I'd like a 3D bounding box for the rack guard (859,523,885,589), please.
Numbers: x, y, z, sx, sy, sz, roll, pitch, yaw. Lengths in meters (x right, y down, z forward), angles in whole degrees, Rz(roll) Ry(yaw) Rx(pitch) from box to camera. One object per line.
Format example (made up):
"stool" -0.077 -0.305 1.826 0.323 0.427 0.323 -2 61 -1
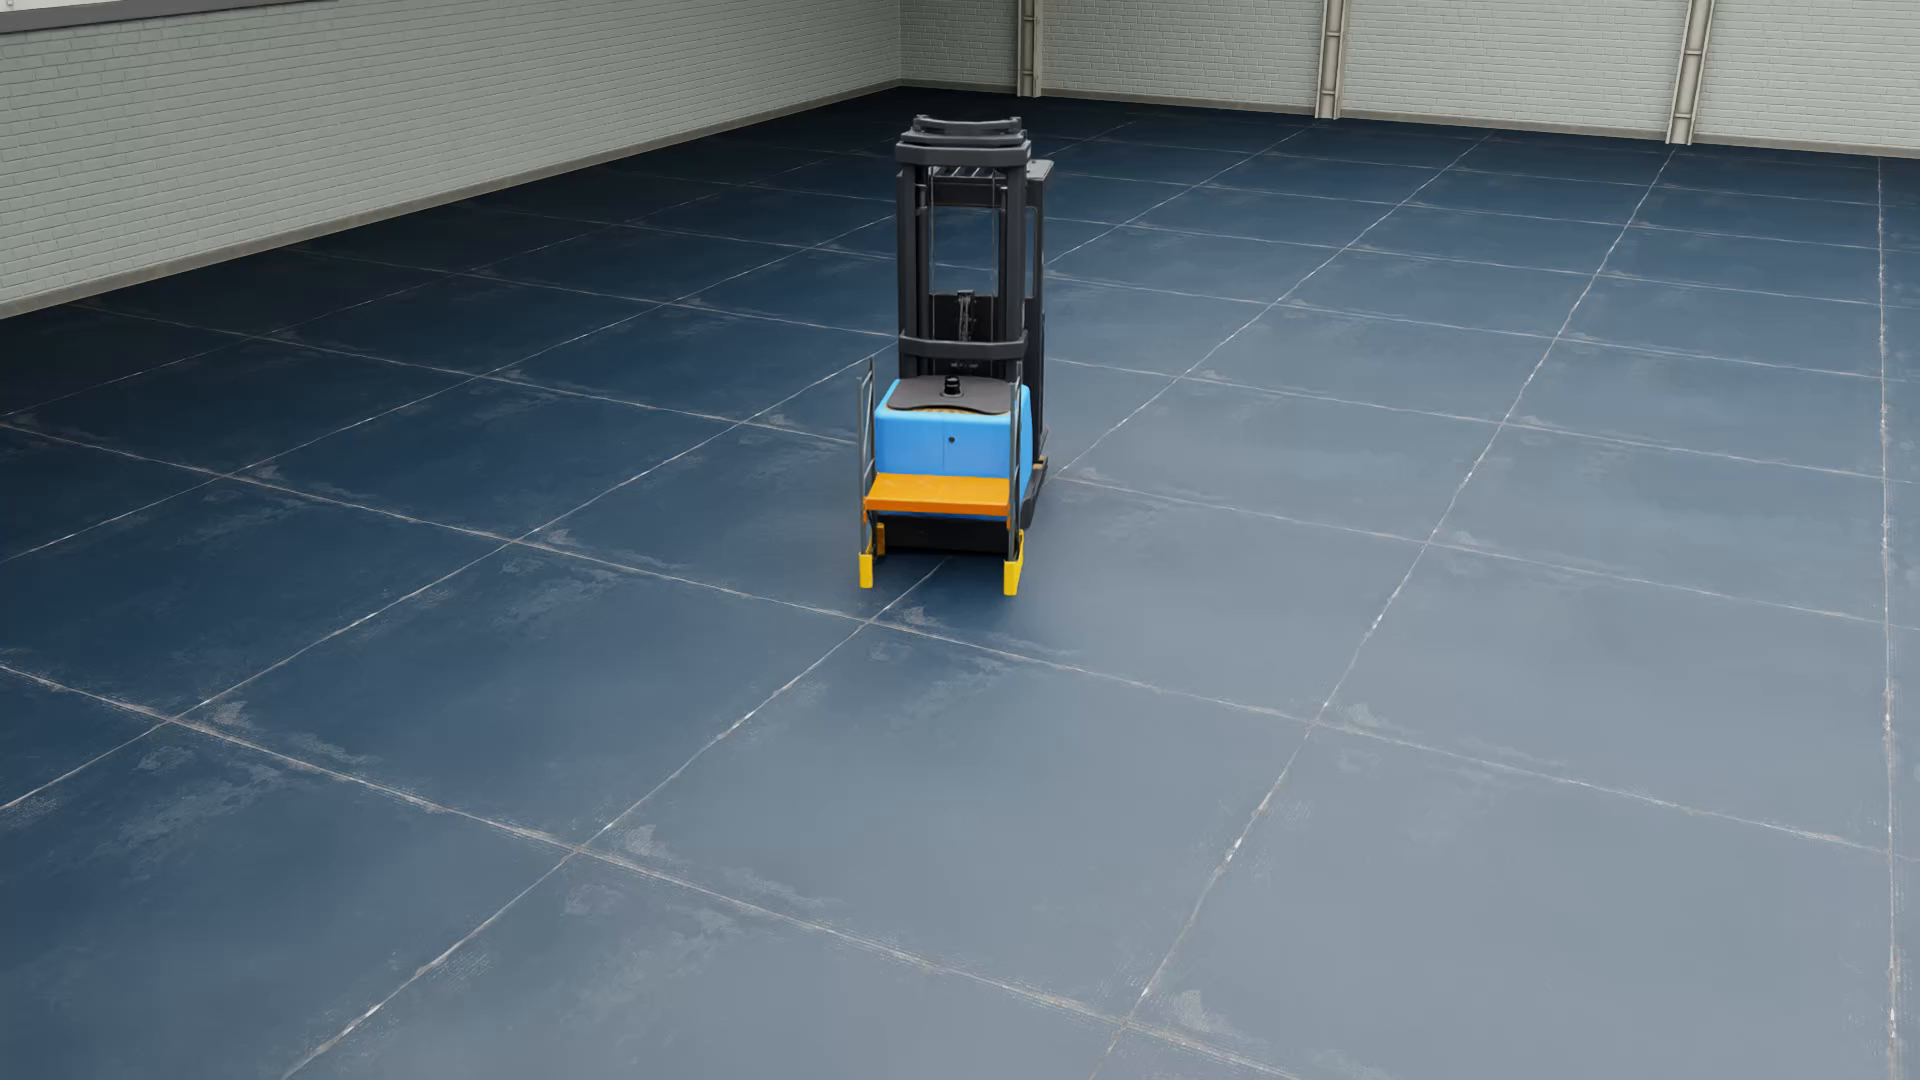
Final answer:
"rack guard" -0.617 0.107 11.678 0.087 0.250 0.587 3 23 6

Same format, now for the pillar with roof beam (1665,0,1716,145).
"pillar with roof beam" 10.140 -9.314 22.654 0.400 9.000 9.100 11 25 25

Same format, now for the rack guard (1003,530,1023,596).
"rack guard" 0.372 0.155 11.567 0.087 0.250 0.587 3 23 6

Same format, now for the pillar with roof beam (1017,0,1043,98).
"pillar with roof beam" -0.569 -11.433 27.636 0.400 9.000 9.100 11 25 25

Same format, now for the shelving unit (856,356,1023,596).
"shelving unit" -0.122 -0.444 11.378 1.083 1.500 0.587 3 23 6

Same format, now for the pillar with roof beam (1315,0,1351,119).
"pillar with roof beam" 4.785 -10.374 25.145 0.400 9.000 9.100 11 25 25

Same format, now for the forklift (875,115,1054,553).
"forklift" 0.114 -1.803 12.743 1.130 2.935 3.031 3 23 8

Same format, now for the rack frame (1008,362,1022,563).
"rack frame" 0.373 -0.421 11.322 0.032 1.500 0.500 3 23 6

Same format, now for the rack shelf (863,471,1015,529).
"rack shelf" -0.131 -0.279 11.449 1.000 0.185 0.538 3 23 6

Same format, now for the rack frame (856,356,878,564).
"rack frame" -0.636 -0.469 11.436 0.032 1.500 0.500 3 23 6
